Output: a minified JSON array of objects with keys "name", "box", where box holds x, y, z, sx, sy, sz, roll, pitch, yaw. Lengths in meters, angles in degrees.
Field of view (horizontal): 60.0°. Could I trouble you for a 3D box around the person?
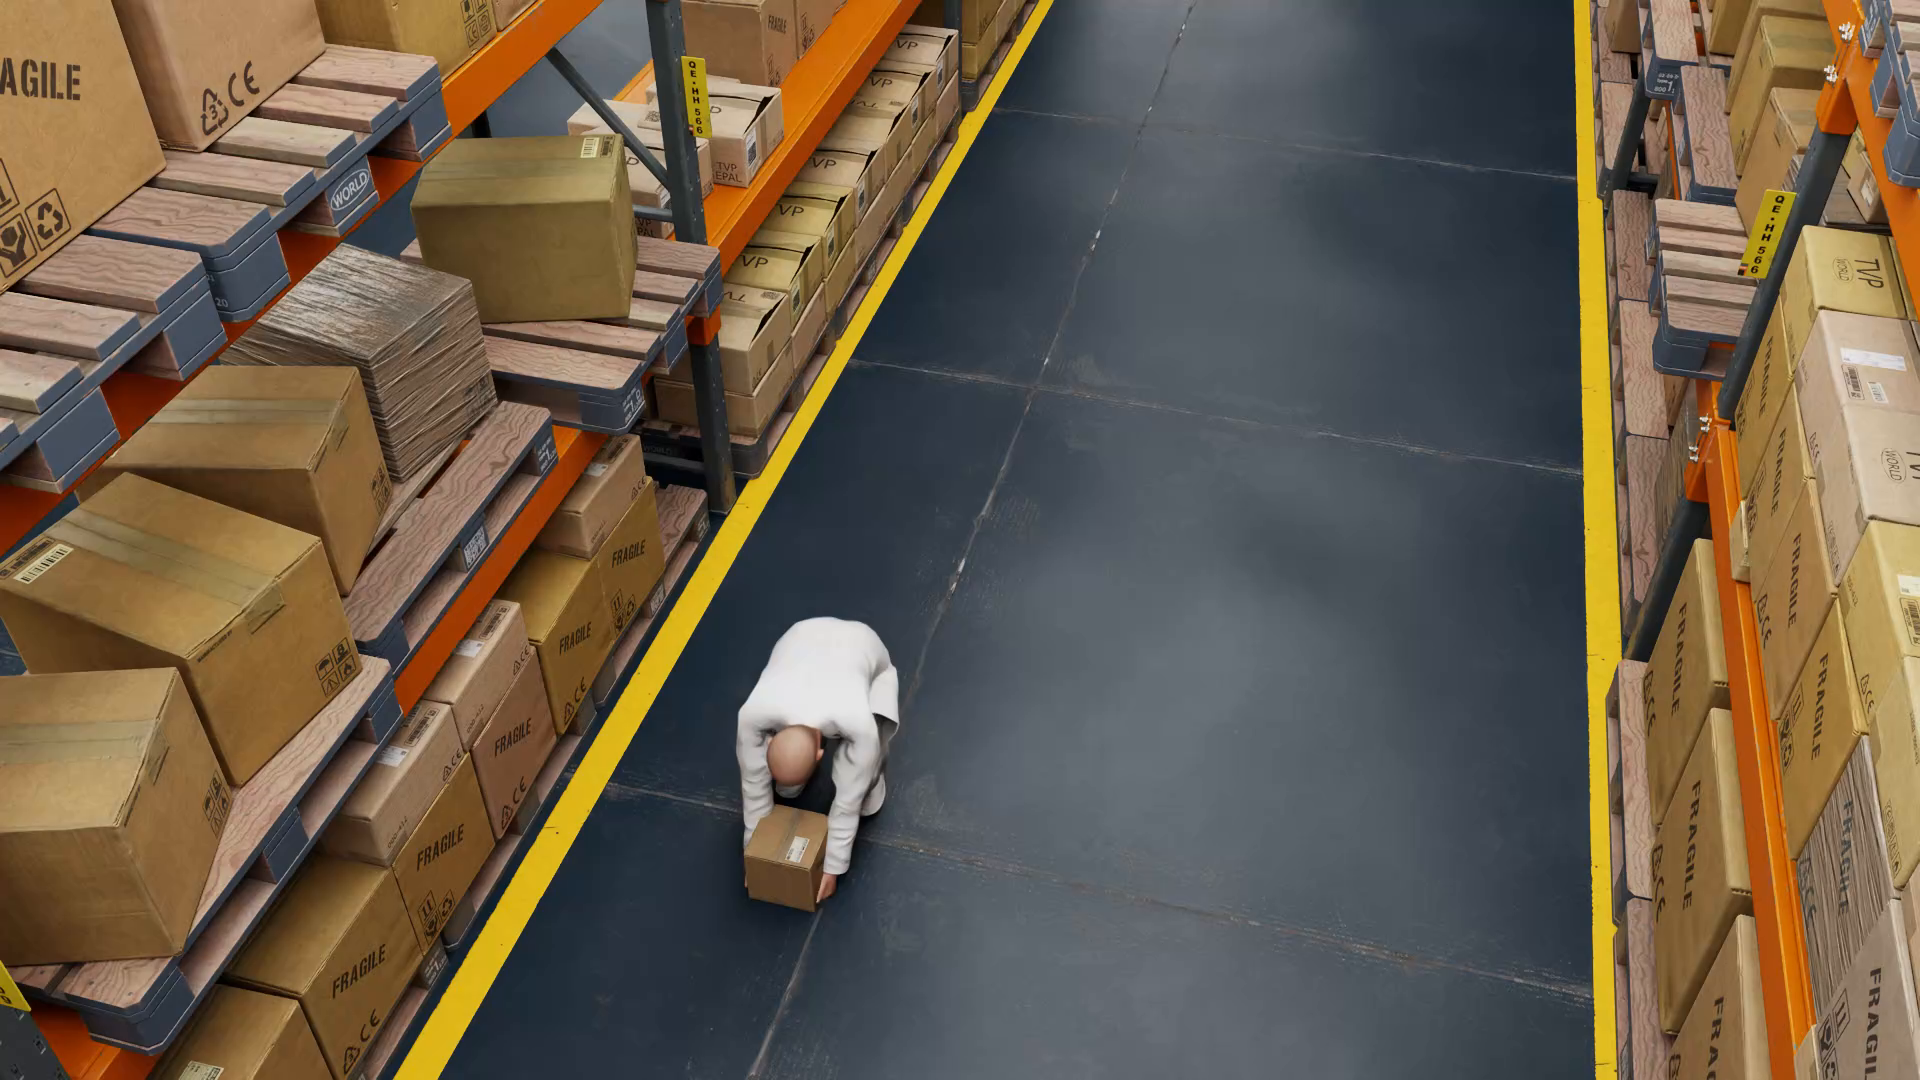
[{"name":"person","box":[-0.522,0.738,6.102,0.577,0.817,0.935,9,41,10]}]
